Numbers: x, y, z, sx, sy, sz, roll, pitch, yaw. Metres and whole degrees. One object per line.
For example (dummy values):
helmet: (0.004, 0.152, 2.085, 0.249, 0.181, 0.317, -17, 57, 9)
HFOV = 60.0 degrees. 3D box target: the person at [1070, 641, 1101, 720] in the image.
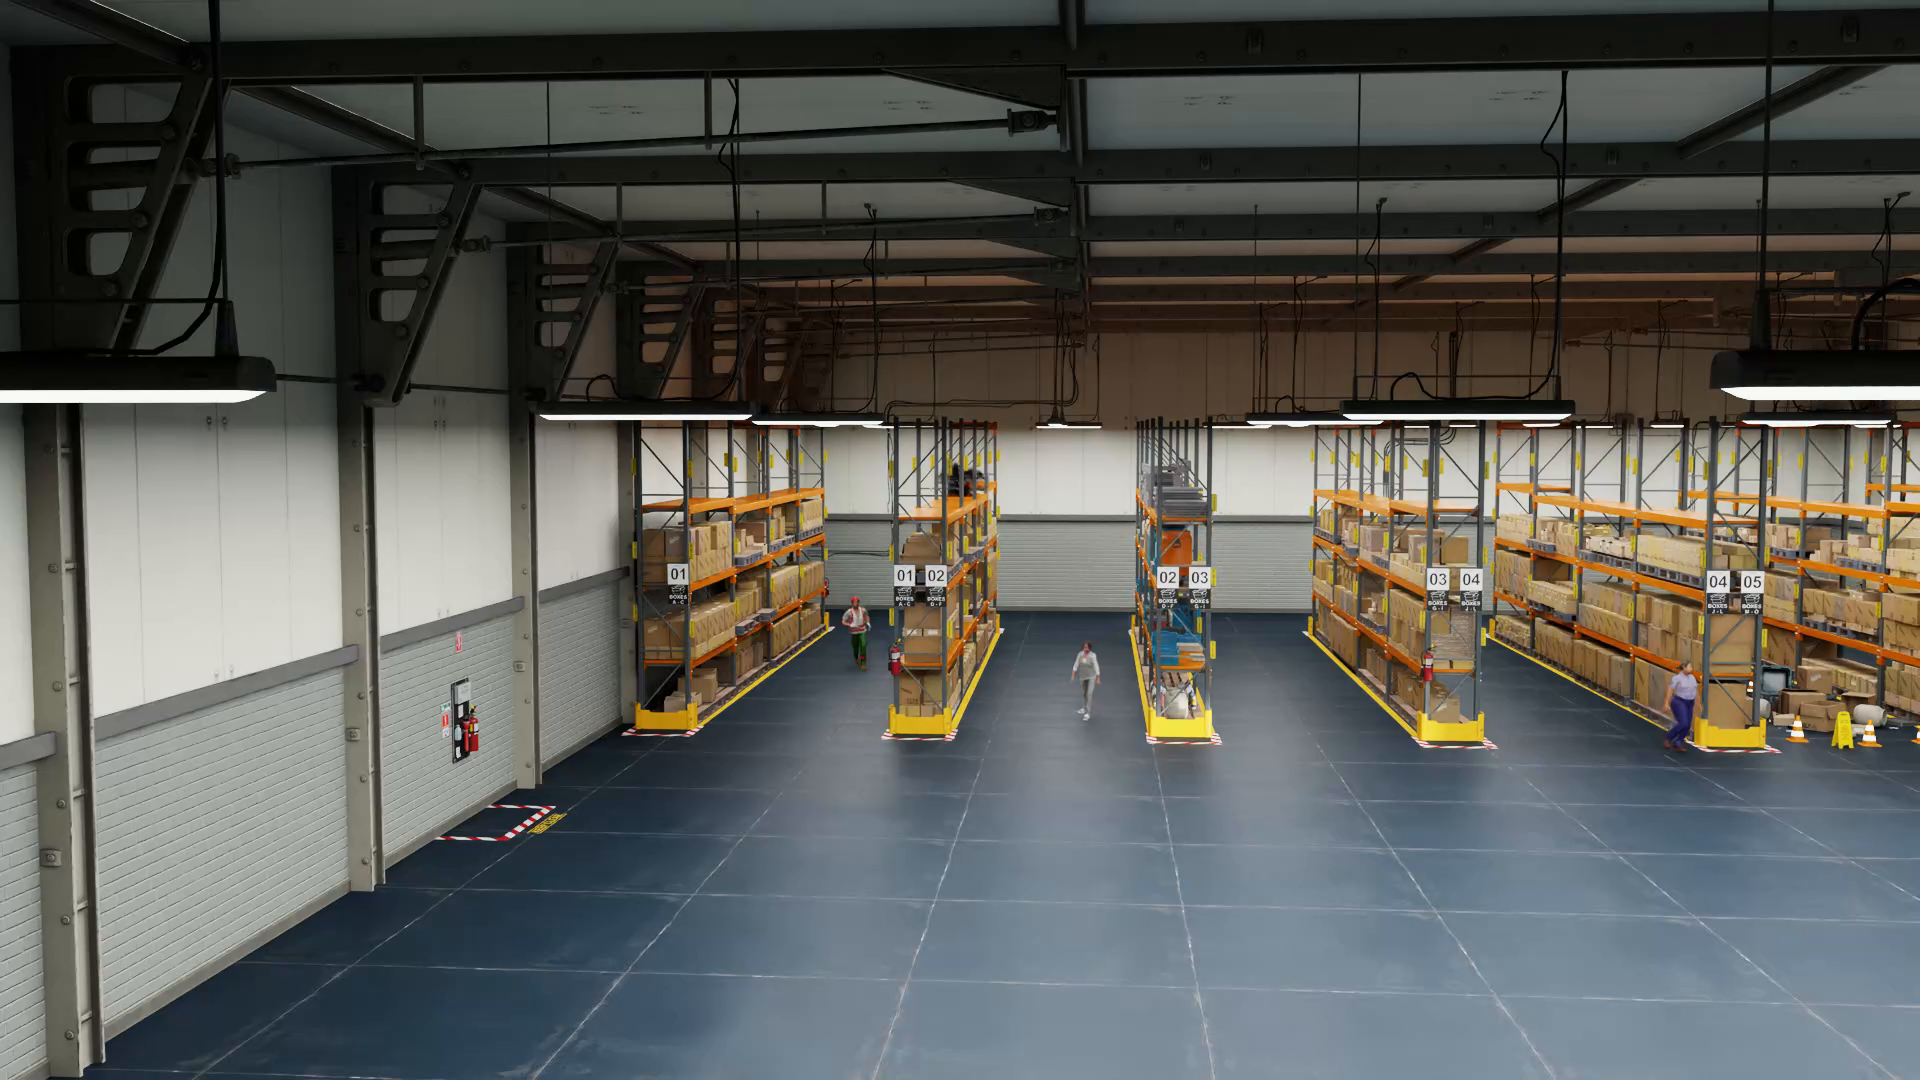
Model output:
person: (2.527, 2.777, 33.272, 0.571, 1.551, 0.825, 2, 4, 27)

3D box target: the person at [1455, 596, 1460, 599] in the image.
person: (13.468, 1.969, 44.762, 0.574, 1.742, 0.786, 1, 4, 12)

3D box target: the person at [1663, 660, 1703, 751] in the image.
person: (12.880, 2.970, 29.658, 0.591, 1.610, 0.491, -2, 4, -25)

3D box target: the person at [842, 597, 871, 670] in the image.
person: (-2.501, 2.238, 40.113, 0.701, 1.748, 0.935, -1, 4, -15)
